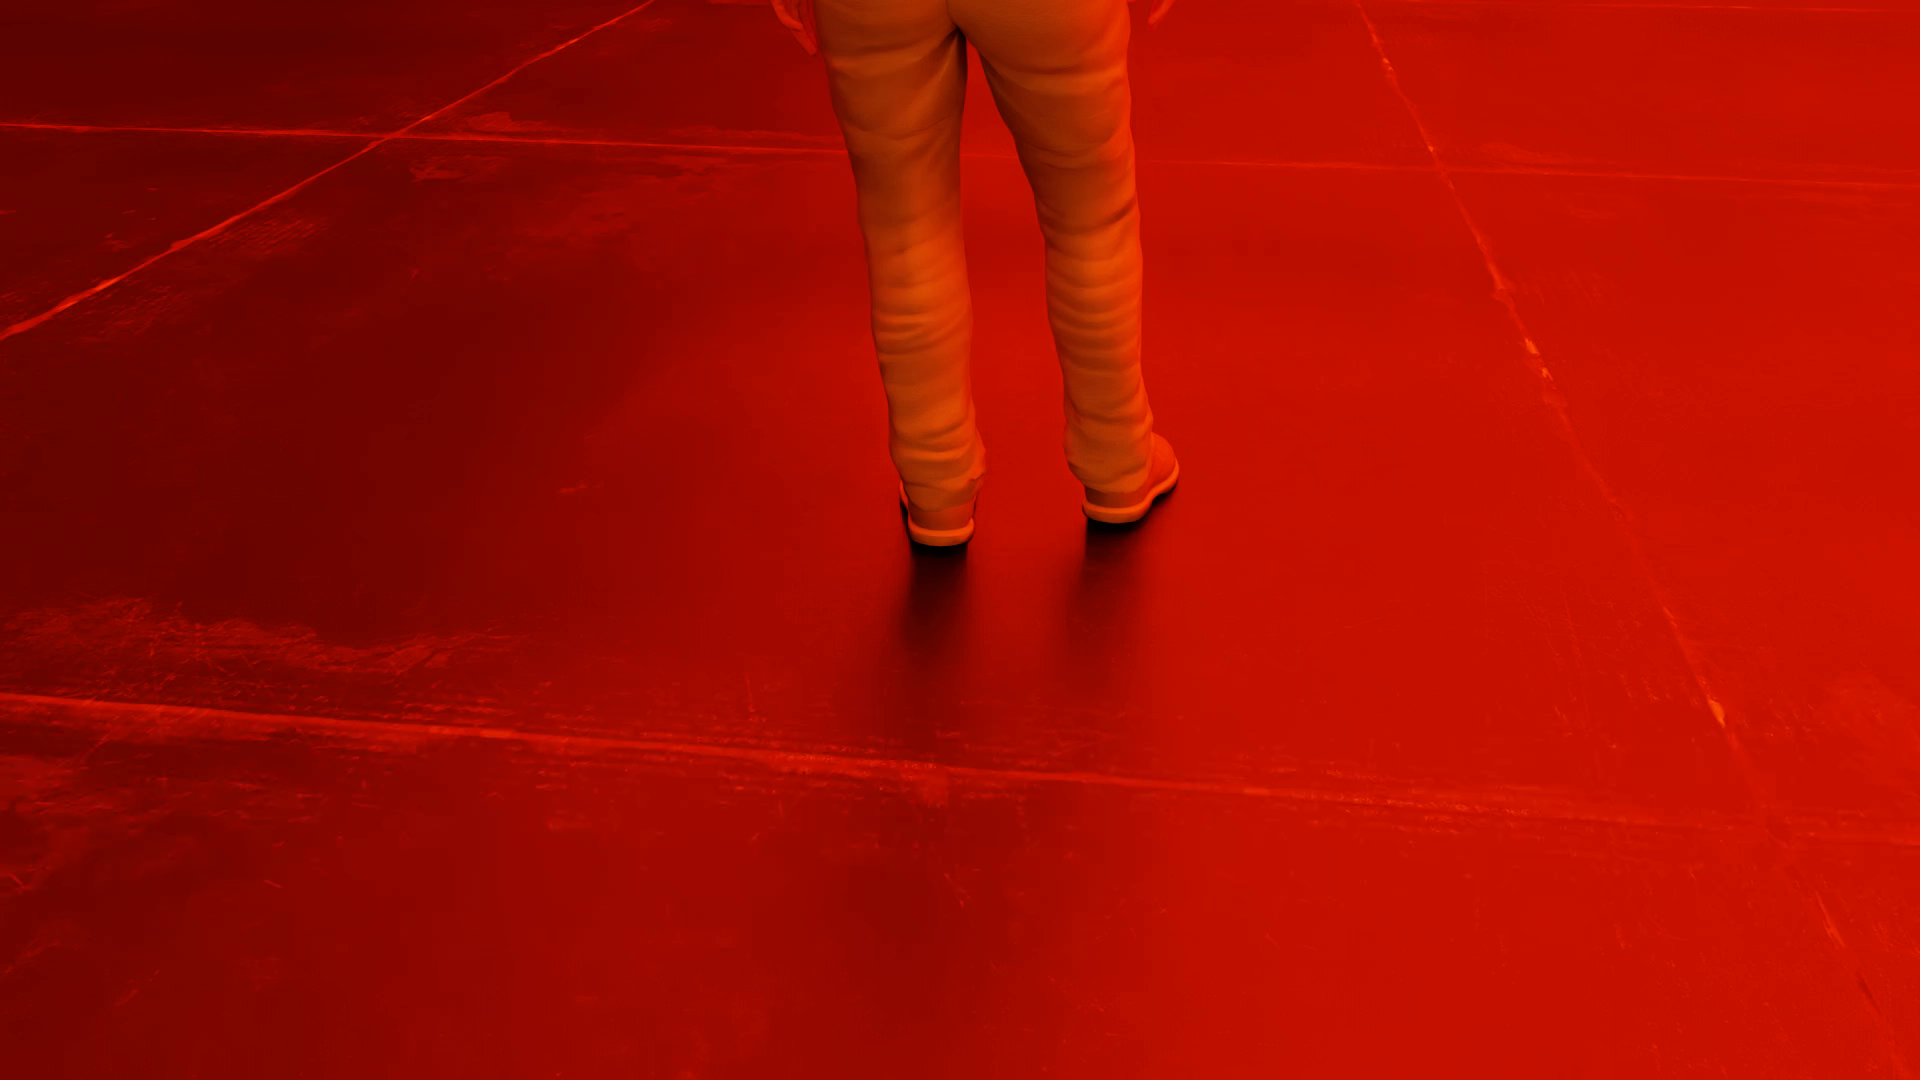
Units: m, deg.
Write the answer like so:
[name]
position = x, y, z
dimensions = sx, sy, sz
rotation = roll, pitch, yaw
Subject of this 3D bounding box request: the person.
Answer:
[person]
position = 0.033, -0.784, 2.190
dimensions = 0.598, 1.670, 0.529
rotation = 3, 27, 7
